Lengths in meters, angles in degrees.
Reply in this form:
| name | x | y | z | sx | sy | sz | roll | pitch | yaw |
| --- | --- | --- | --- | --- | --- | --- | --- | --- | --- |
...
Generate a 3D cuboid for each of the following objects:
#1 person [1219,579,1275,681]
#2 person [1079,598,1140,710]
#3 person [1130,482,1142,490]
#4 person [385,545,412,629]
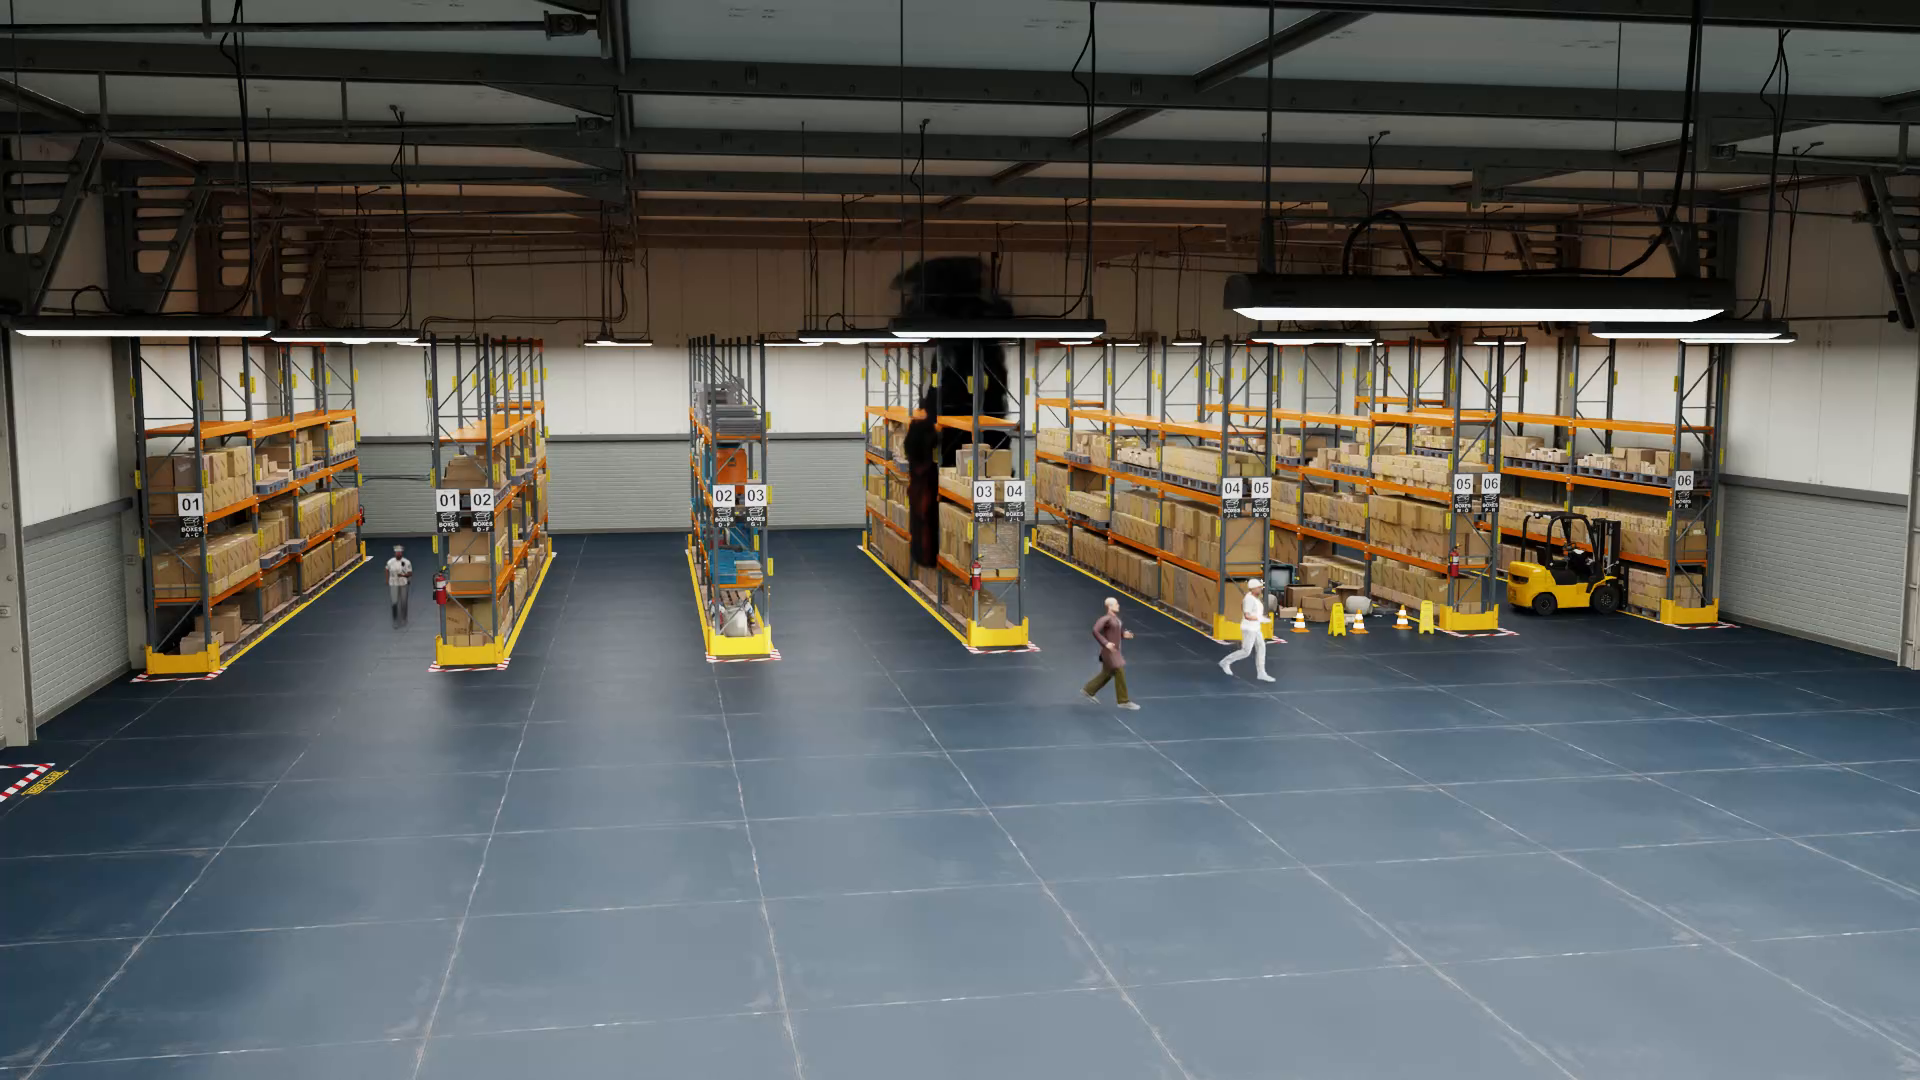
| name | x | y | z | sx | sy | sz | roll | pitch | yaw |
| --- | --- | --- | --- | --- | --- | --- | --- | --- | --- |
| person | 4.975 | 1.547 | 28.738 | 0.967 | 1.773 | 0.663 | 3 | 7 | 22 |
| person | 2.378 | 1.788 | 26.379 | 0.994 | 1.768 | 0.713 | 2 | 7 | 14 |
| person | 5.330 | -0.964 | 50.553 | 0.887 | 1.834 | 0.676 | -1 | 7 | -10 |
| person | -11.557 | 0.973 | 34.244 | 0.542 | 1.729 | 0.701 | -2 | 7 | -16 |
